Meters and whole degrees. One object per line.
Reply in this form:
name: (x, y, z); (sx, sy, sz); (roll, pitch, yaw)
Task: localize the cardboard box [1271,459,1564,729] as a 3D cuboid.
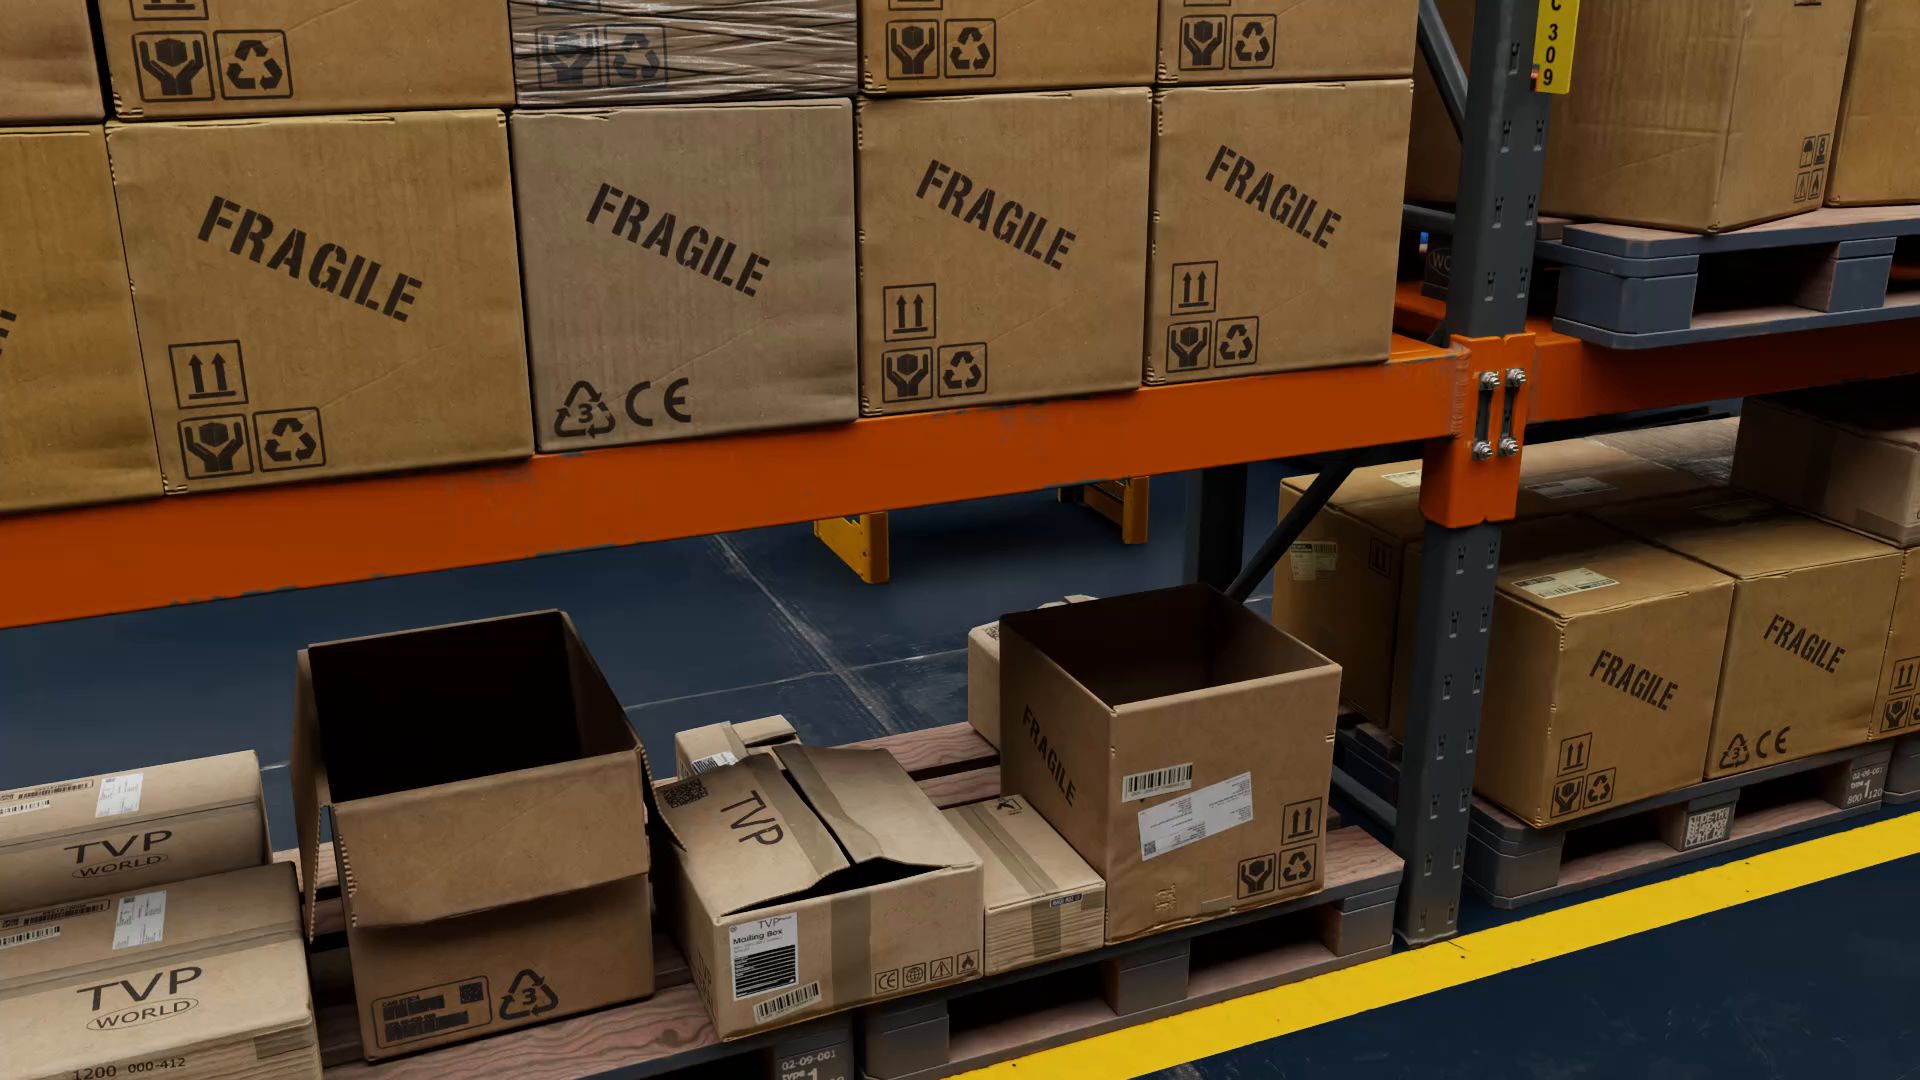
cardboard box: (1.157, 0.118, 4.273); (0.500, 0.500, 0.500); (-8, 21, -22)

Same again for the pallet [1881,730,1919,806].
pallet: (2.671, 0.333, 4.757); (1.213, 0.211, 1.003); (-8, 21, -22)

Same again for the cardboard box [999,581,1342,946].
cardboard box: (0.406, 0.431, 3.381); (0.500, 0.500, 0.500); (-8, 21, -22)

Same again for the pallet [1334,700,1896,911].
pallet: (1.549, 0.495, 4.298); (1.213, 0.211, 1.003); (-8, 21, -22)

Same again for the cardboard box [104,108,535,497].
cardboard box: (-0.951, -0.400, 2.492); (0.500, 0.500, 0.500); (-8, 21, -21)

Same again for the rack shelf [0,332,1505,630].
rack shelf: (-1.019, -0.099, 2.870); (4.000, 0.370, 1.077); (-8, 21, -22)

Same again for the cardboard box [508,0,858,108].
cardboard box: (-0.477, -0.940, 2.520); (0.500, 0.500, 0.500); (-8, 21, -21)

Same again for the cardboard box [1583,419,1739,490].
cardboard box: (2.075, -0.011, 4.637); (0.500, 0.500, 0.500); (-8, 21, -21)

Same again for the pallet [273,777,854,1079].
pallet: (-0.936, 0.866, 3.246); (1.213, 0.211, 1.003); (-8, 21, -22)

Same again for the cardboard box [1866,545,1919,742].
cardboard box: (2.305, 0.144, 4.199); (0.500, 0.500, 0.500); (-8, 21, -21)

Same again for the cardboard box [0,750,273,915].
cardboard box: (-1.570, 0.652, 3.133); (0.500, 0.250, 0.500); (-8, 21, -22)

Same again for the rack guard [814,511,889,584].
rack guard: (-0.387, -0.062, 5.823); (0.087, 0.250, 0.587); (-8, 21, -22)

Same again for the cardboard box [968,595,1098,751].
cardboard box: (0.346, 0.348, 3.902); (0.500, 0.311, 0.500); (-8, 21, -22)

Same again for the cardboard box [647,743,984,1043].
cardboard box: (-0.282, 0.619, 3.133); (0.500, 0.311, 0.500); (-8, 21, -22)

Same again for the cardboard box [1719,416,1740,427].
cardboard box: (2.541, -0.078, 4.829); (0.500, 0.500, 0.500); (-9, 21, -24)

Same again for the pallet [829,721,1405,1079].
pallet: (0.186, 0.704, 3.705); (1.213, 0.211, 1.003); (-8, 21, -22)

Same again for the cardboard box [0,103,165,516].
cardboard box: (-1.410, -0.335, 2.307); (0.500, 0.500, 0.500); (-8, 21, -22)

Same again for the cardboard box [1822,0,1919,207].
cardboard box: (1.947, -1.051, 3.707); (0.500, 0.500, 0.700); (-5, 20, -13)

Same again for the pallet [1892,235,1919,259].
pallet: (2.706, -0.880, 4.294); (1.213, 0.211, 1.003); (-8, 21, -22)

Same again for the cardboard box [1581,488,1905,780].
cardboard box: (1.843, 0.207, 4.019); (0.500, 0.500, 0.500); (-8, 21, -21)

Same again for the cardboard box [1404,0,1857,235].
cardboard box: (1.341, -0.941, 3.395); (0.500, 0.500, 0.700); (-17, 26, -40)

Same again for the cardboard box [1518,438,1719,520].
cardboard box: (1.614, 0.055, 4.450); (0.500, 0.500, 0.500); (-8, 21, -22)

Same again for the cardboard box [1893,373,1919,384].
cardboard box: (2.736, -0.271, 4.247); (0.500, 0.250, 0.500); (-9, 21, -23)

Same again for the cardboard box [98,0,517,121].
cardboard box: (-0.939, -0.875, 2.333); (0.500, 0.500, 0.500); (-8, 21, -22)

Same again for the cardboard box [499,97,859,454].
cardboard box: (-0.484, -0.468, 2.685); (0.500, 0.500, 0.500); (-8, 21, -21)

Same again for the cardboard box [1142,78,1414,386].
cardboard box: (0.460, -0.605, 3.072); (0.500, 0.500, 0.500); (-8, 21, -21)

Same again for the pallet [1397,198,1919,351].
pallet: (1.594, -0.683, 3.734); (1.213, 0.211, 1.003); (-8, 21, -22)

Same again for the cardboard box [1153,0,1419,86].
cardboard box: (0.455, -1.075, 2.902); (0.500, 0.500, 0.500); (-8, 21, -22)

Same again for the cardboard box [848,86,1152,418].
cardboard box: (-0.013, -0.536, 2.879); (0.500, 0.500, 0.500); (-8, 21, -20)

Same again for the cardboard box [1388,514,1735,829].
cardboard box: (1.358, 0.281, 3.810); (0.500, 0.500, 0.500); (-9, 21, -24)

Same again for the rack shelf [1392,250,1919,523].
rack shelf: (2.653, -0.625, 4.365); (4.000, 0.370, 1.077); (-8, 21, -22)

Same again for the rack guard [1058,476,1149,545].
rack guard: (0.527, -0.193, 6.195); (0.087, 0.250, 0.587); (-8, 21, -22)

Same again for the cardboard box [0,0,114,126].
cardboard box: (-1.406, -0.807, 2.143); (0.500, 0.500, 0.500); (-8, 21, -21)

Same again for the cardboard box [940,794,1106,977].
cardboard box: (0.086, 0.665, 3.248); (0.250, 0.149, 0.380); (-8, 21, -22)

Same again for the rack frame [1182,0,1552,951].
rack frame: (0.817, -0.702, 3.498); (0.127, 3.000, 1.000); (-8, 21, -22)

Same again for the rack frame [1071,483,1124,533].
rack frame: (0.545, -0.786, 5.995); (0.032, 1.500, 0.500); (-8, 21, -22)

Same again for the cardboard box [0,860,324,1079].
cardboard box: (-1.326, 0.798, 2.718); (0.500, 0.250, 0.500); (-8, 21, -22)

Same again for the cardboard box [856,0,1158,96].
cardboard box: (-0.014, -1.007, 2.708); (0.500, 0.500, 0.500); (-9, 21, -23)

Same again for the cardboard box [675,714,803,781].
cardboard box: (-0.444, 0.533, 3.594); (0.250, 0.166, 0.380); (-8, 21, -22)

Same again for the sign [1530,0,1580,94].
sign: (1.039, -0.945, 2.887); (0.005, 0.325, 0.100); (-8, 21, -22)

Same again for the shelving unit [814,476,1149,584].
shelving unit: (0.070, -0.717, 5.801); (1.083, 1.500, 0.587); (-8, 21, -22)

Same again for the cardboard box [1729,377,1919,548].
cardboard box: (2.276, -0.205, 4.059); (0.500, 0.250, 0.500); (-8, 21, -22)

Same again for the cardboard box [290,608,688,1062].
cardboard box: (-0.906, 0.517, 3.133); (0.637, 0.503, 0.797); (-8, 21, -22)

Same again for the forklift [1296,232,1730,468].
forklift: (2.713, -1.886, 6.964); (3.031, 2.935, 1.130); (-11, 22, -27)
